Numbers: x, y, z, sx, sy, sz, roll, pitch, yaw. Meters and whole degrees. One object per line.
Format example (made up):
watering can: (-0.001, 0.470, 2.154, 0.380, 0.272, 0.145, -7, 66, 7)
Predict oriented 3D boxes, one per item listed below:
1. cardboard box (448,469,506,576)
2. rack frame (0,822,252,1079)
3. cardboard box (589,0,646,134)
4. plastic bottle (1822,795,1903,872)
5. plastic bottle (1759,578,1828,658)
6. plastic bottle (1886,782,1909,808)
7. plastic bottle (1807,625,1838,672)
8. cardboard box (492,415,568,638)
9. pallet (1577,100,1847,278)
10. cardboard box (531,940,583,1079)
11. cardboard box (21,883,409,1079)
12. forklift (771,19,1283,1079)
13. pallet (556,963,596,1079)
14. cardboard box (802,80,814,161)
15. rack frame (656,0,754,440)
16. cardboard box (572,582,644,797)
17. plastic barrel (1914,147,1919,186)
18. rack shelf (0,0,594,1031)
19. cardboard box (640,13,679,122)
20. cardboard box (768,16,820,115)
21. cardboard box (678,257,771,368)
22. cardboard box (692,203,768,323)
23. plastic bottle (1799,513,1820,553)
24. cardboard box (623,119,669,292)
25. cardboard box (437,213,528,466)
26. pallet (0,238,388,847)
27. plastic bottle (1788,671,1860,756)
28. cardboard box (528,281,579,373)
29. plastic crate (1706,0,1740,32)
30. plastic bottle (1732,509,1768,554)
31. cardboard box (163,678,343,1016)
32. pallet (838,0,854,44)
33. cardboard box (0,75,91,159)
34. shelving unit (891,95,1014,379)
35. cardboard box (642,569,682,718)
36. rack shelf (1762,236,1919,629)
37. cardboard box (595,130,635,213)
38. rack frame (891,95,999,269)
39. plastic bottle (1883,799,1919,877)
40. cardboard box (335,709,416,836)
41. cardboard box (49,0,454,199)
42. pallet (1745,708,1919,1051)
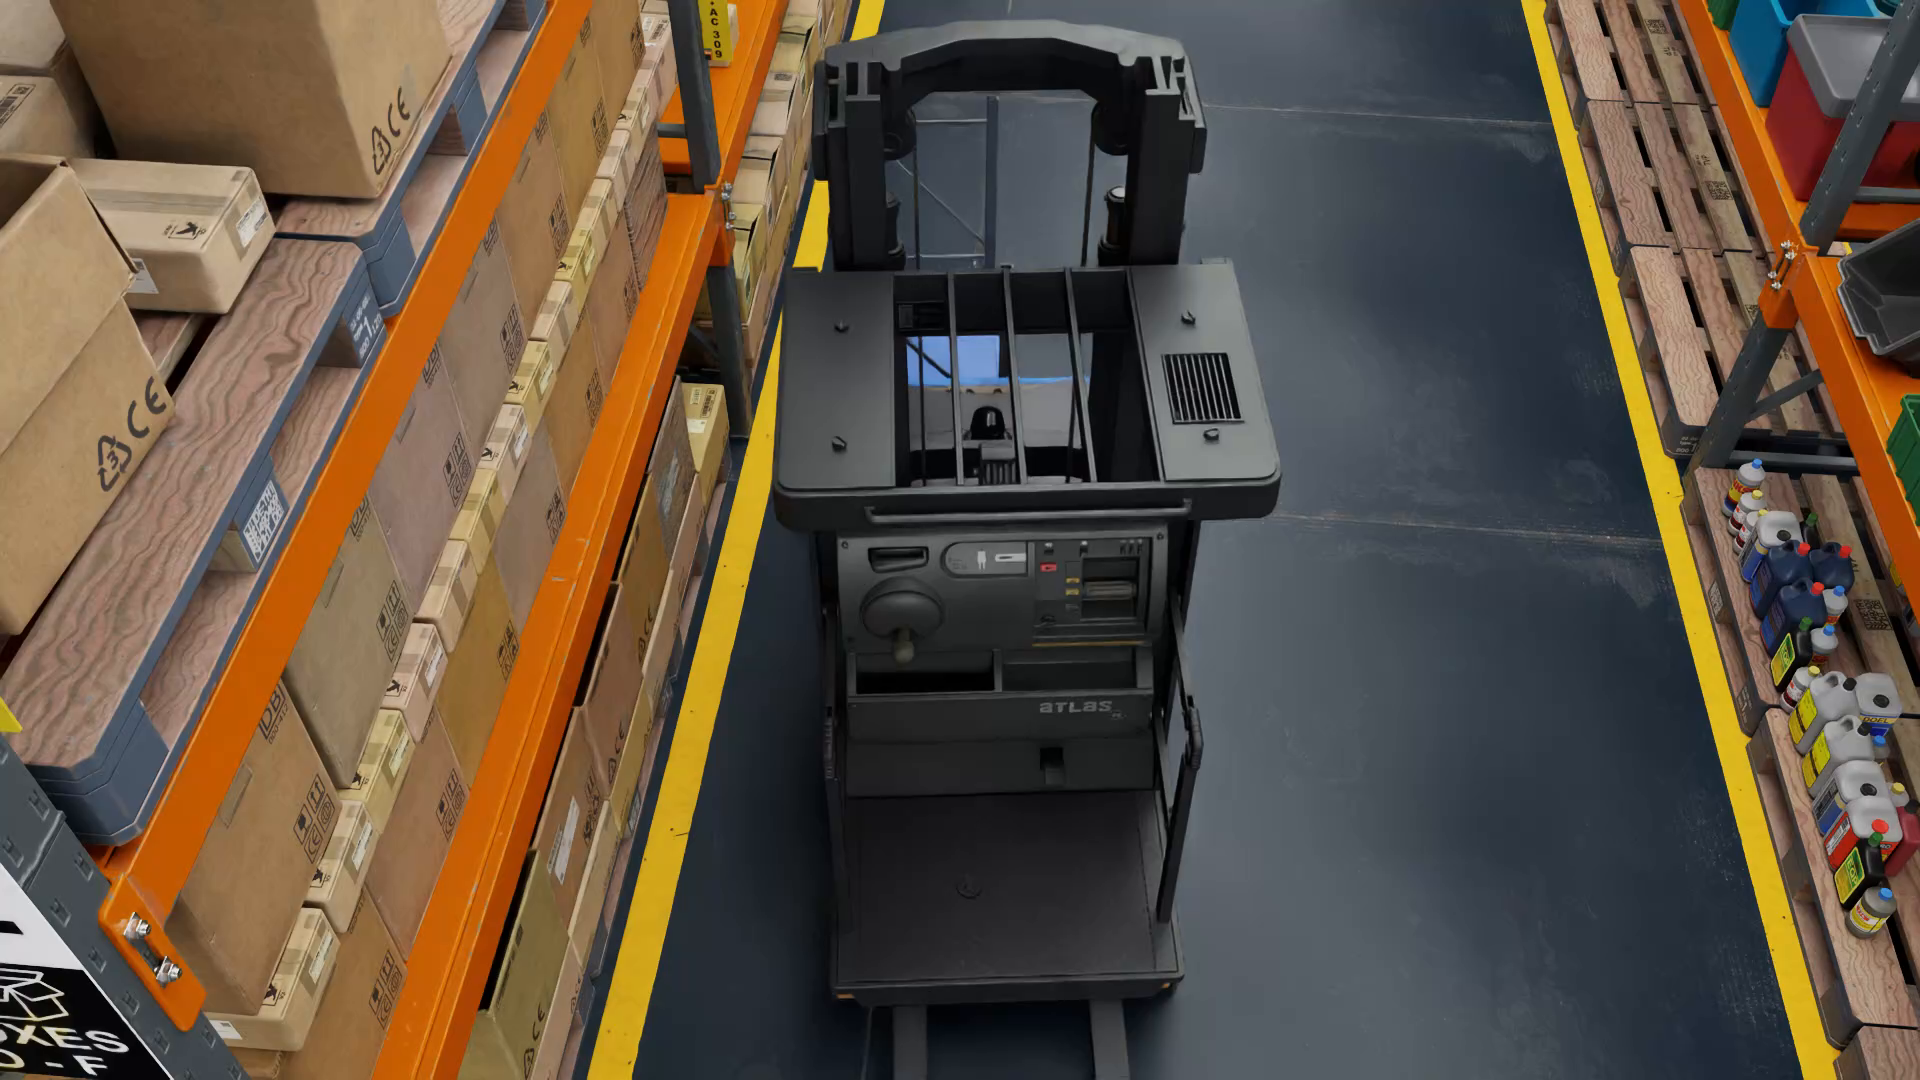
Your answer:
cardboard box: (-1.401, -0.056, 4.287, 0.380, 0.149, 0.250, 3, 48, 3)
rack frame: (-1.767, 1.417, 3.447, 1.000, 3.000, 0.127, 4, 48, 4)
cardboard box: (-1.437, -1.667, 5.321, 0.700, 0.500, 0.500, 4, 48, 4)
plastic bottle: (2.947, 0.961, 5.412, 0.152, 0.276, 0.135, 4, 48, 4)
plastic bottle: (3.026, 0.263, 6.000, 0.144, 0.351, 0.185, 2, 48, 2)
plastic bottle: (3.085, 0.879, 5.537, 0.097, 0.201, 0.097, 0, 48, 0)
plastic bottle: (3.050, 0.400, 5.928, 0.097, 0.271, 0.097, 0, 48, 0)
cardboard box: (-1.573, -0.097, 4.764, 0.700, 0.500, 0.500, 5, 48, 5)
pallet: (3.672, -1.724, 8.210, 1.003, 0.211, 1.213, 4, 48, 4)
cardboard box: (-1.455, 1.457, 4.990, 0.500, 0.250, 0.500, 4, 48, 4)
cardboard box: (-1.712, 1.041, 3.723, 0.700, 0.500, 0.500, 4, 48, 4)
forklift: (0.130, 0.248, 4.563, 1.130, 2.935, 3.031, -1, 48, -1)
pallet: (-1.739, 1.793, 4.993, 1.003, 0.211, 1.213, 4, 48, 4)
cardboard box: (-0.979, -2.146, 8.285, 0.500, 0.250, 0.500, 5, 48, 4)
rack frame: (-1.402, -1.522, 6.135, 1.000, 3.000, 0.127, 4, 48, 4)
cardboard box: (-1.357, 0.469, 5.385, 0.500, 0.500, 0.500, 4, 48, 4)
plastic barrel: (3.867, -1.619, 5.884, 0.600, 0.901, 0.708, 4, 48, 4)
rack shelf: (-1.585, -0.822, 3.950, 1.077, 0.370, 4.000, 4, 48, 4)
cardboard box: (-1.401, -1.836, 6.524, 0.500, 0.250, 0.500, 7, 48, 6)
cardboard box: (-0.978, -2.342, 8.084, 0.500, 0.311, 0.500, 5, 48, 5)
cardboard box: (-1.119, -1.016, 7.251, 0.500, 0.250, 0.500, 3, 48, 3)
cardboard box: (-1.117, -1.212, 7.051, 0.500, 0.311, 0.500, 4, 48, 4)
plastic bottle: (3.168, 0.033, 6.256, 0.061, 0.283, 0.133, 4, 48, 4)
cardboard box: (-1.437, -1.229, 5.800, 0.700, 0.500, 0.500, 3, 48, 3)
cardboard box: (-1.574, -0.561, 4.309, 0.700, 0.500, 0.500, 4, 48, 4)
pallet: (-1.677, -0.083, 2.846, 1.003, 0.211, 1.213, 4, 48, 4)
plastic bottle: (2.987, 0.575, 5.714, 0.144, 0.351, 0.185, 4, 48, 3)
cardboard box: (-1.331, -0.628, 4.810, 0.380, 0.149, 0.250, 5, 48, 5)
plastic crate: (3.408, -2.414, 7.094, 0.450, 0.188, 0.662, 4, 48, 4)
plastic bottle: (3.046, -0.036, 6.375, 0.097, 0.201, 0.097, 0, 48, 0)
cardboard box: (-1.707, 0.564, 3.280, 0.700, 0.500, 0.500, 4, 48, 4)
pallet: (-1.152, -2.918, 9.302, 1.003, 0.211, 1.213, 4, 48, 4)
cardboard box: (-1.925, -0.598, 2.979, 0.500, 0.250, 0.500, 4, 48, 4)
shelving unit: (-0.087, -0.780, 6.473, 0.538, 1.500, 1.048, -1, 48, -1)
cardboard box: (-1.313, 0.355, 5.998, 0.500, 0.250, 0.500, 4, 48, 4)
rack shelf: (3.348, 0.526, 4.750, 1.077, 0.370, 4.000, 4, 48, 4)
cardboard box: (-1.260, -1.186, 5.321, 0.380, 0.149, 0.250, 3, 48, 2)
rack frame: (-0.105, -1.155, 6.816, 0.500, 1.500, 0.032, -1, 48, -1)
plastic bottle: (3.053, 0.966, 5.403, 0.061, 0.283, 0.133, 4, 48, 4)
cardboard box: (-1.471, 0.513, 3.766, 0.380, 0.149, 0.250, 4, 48, 4)
cardboard box: (-1.343, -1.020, 3.196, 0.500, 0.500, 0.500, 4, 48, 4)
pallet: (3.319, 1.144, 5.586, 1.003, 0.211, 1.213, 4, 48, 4)
